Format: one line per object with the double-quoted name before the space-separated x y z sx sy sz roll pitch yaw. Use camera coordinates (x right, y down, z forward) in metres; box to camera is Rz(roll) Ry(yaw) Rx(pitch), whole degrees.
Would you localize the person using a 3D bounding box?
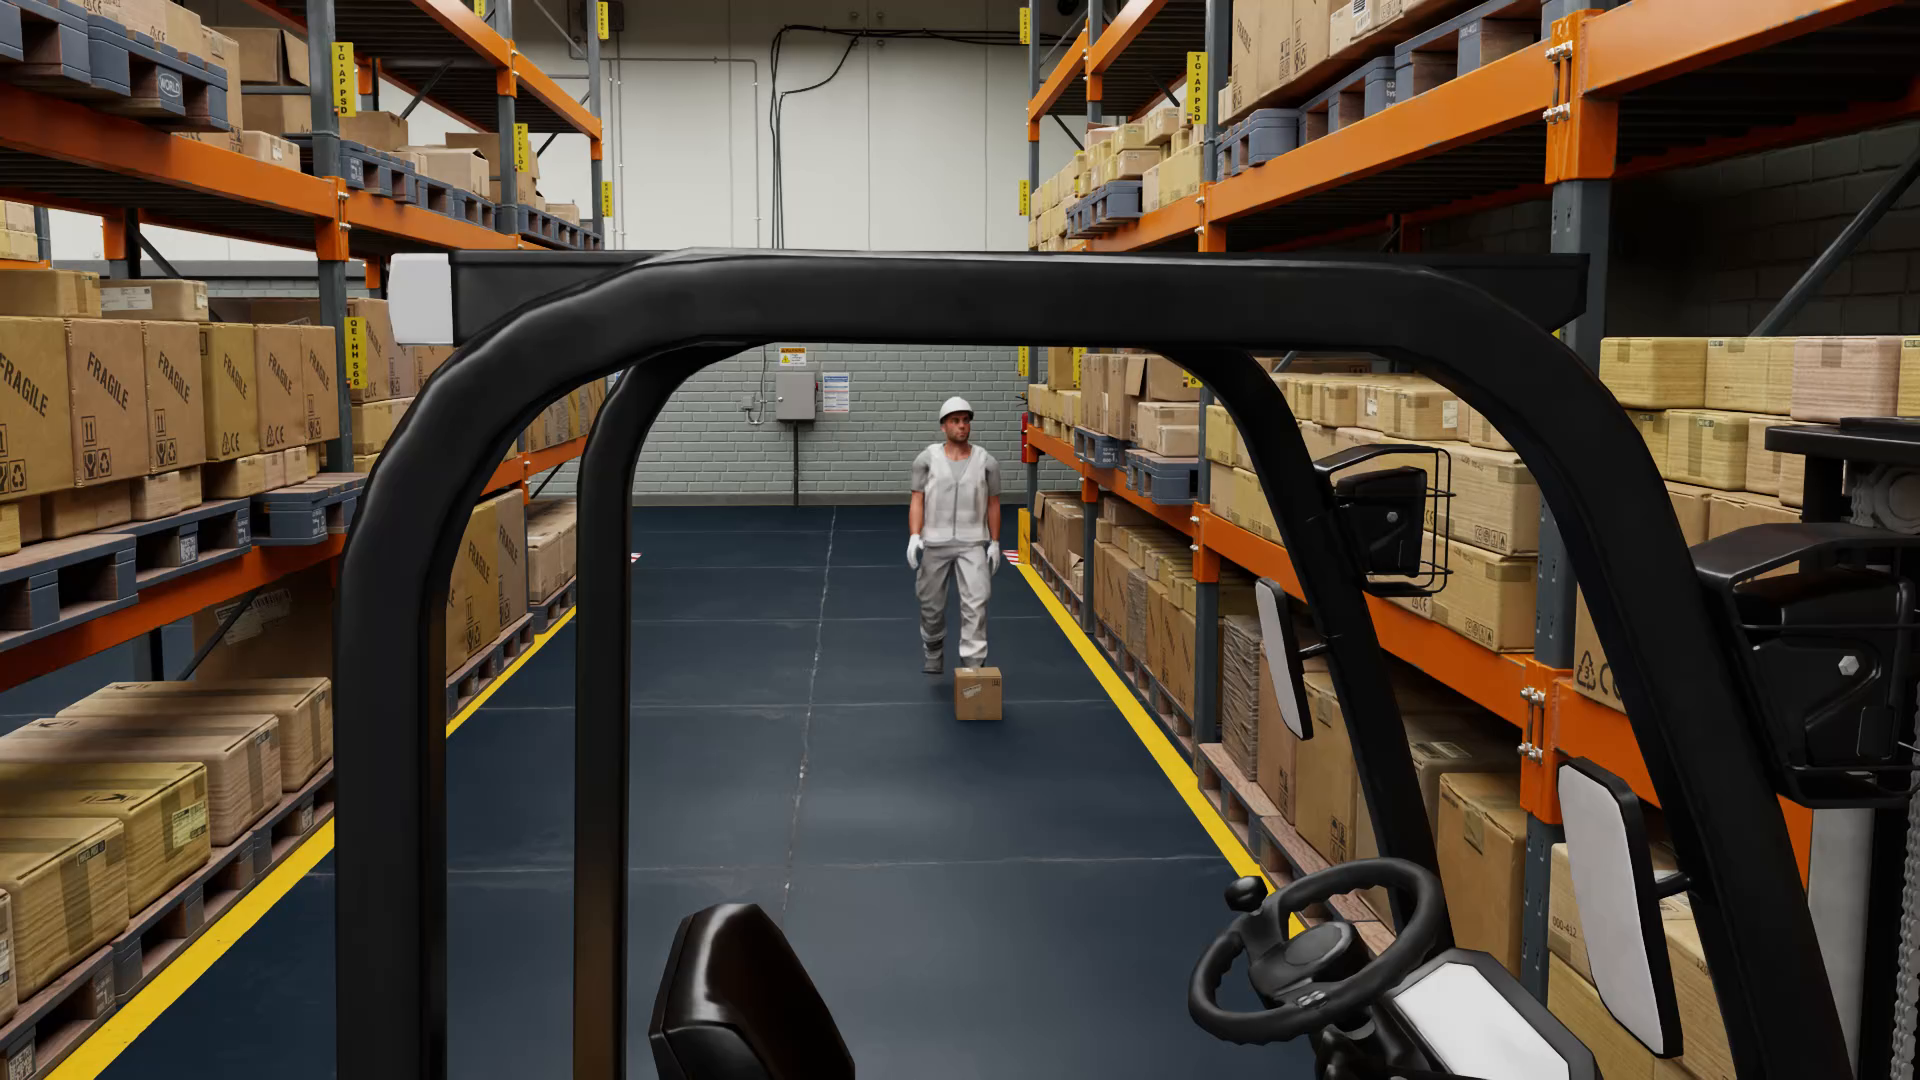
"person" -0.031 0.045 9.759 0.556 1.760 0.912 0 7 0
